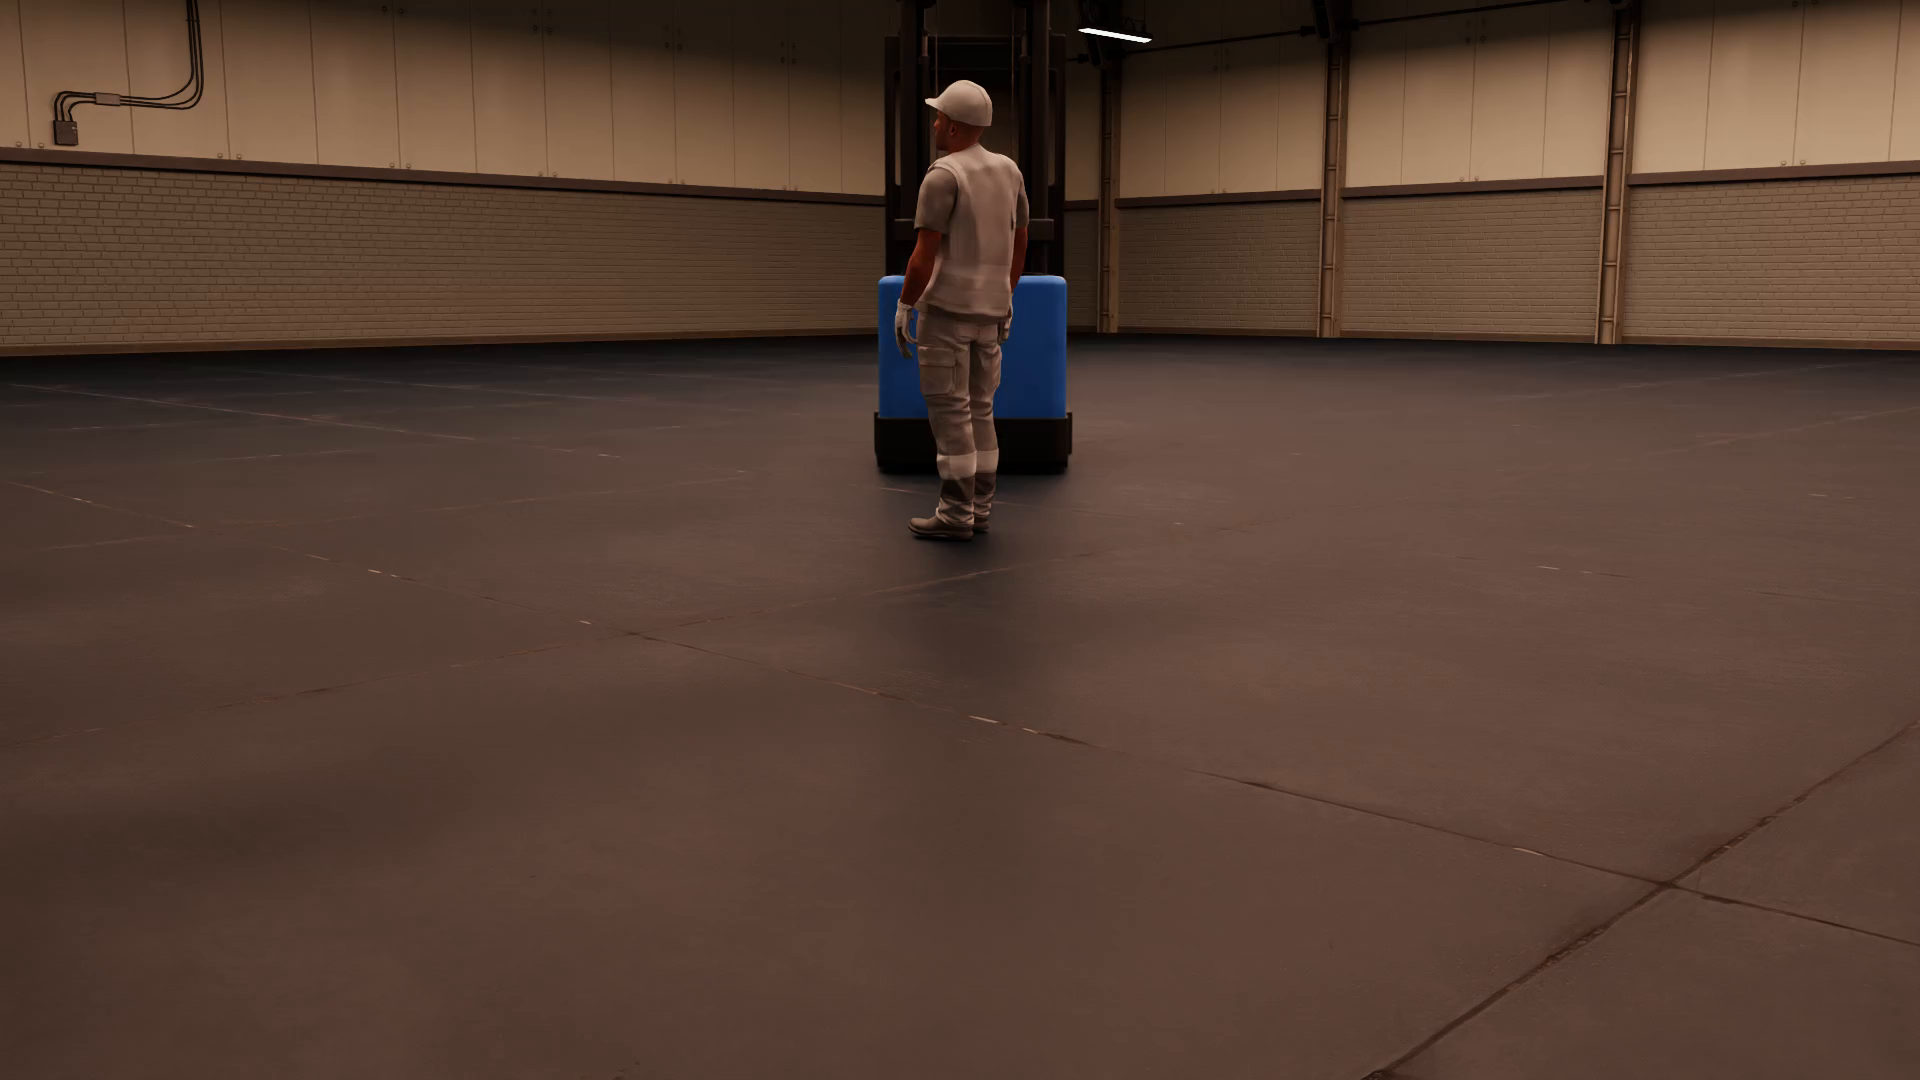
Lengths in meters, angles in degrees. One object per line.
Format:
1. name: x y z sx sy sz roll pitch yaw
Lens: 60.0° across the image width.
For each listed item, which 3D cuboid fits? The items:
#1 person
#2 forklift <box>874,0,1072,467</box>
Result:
1. person: -0.051 -0.901 6.646 0.562 1.789 0.638 8 12 43
2. forklift: 0.095 -2.023 10.310 1.130 2.935 3.031 0 9 1
